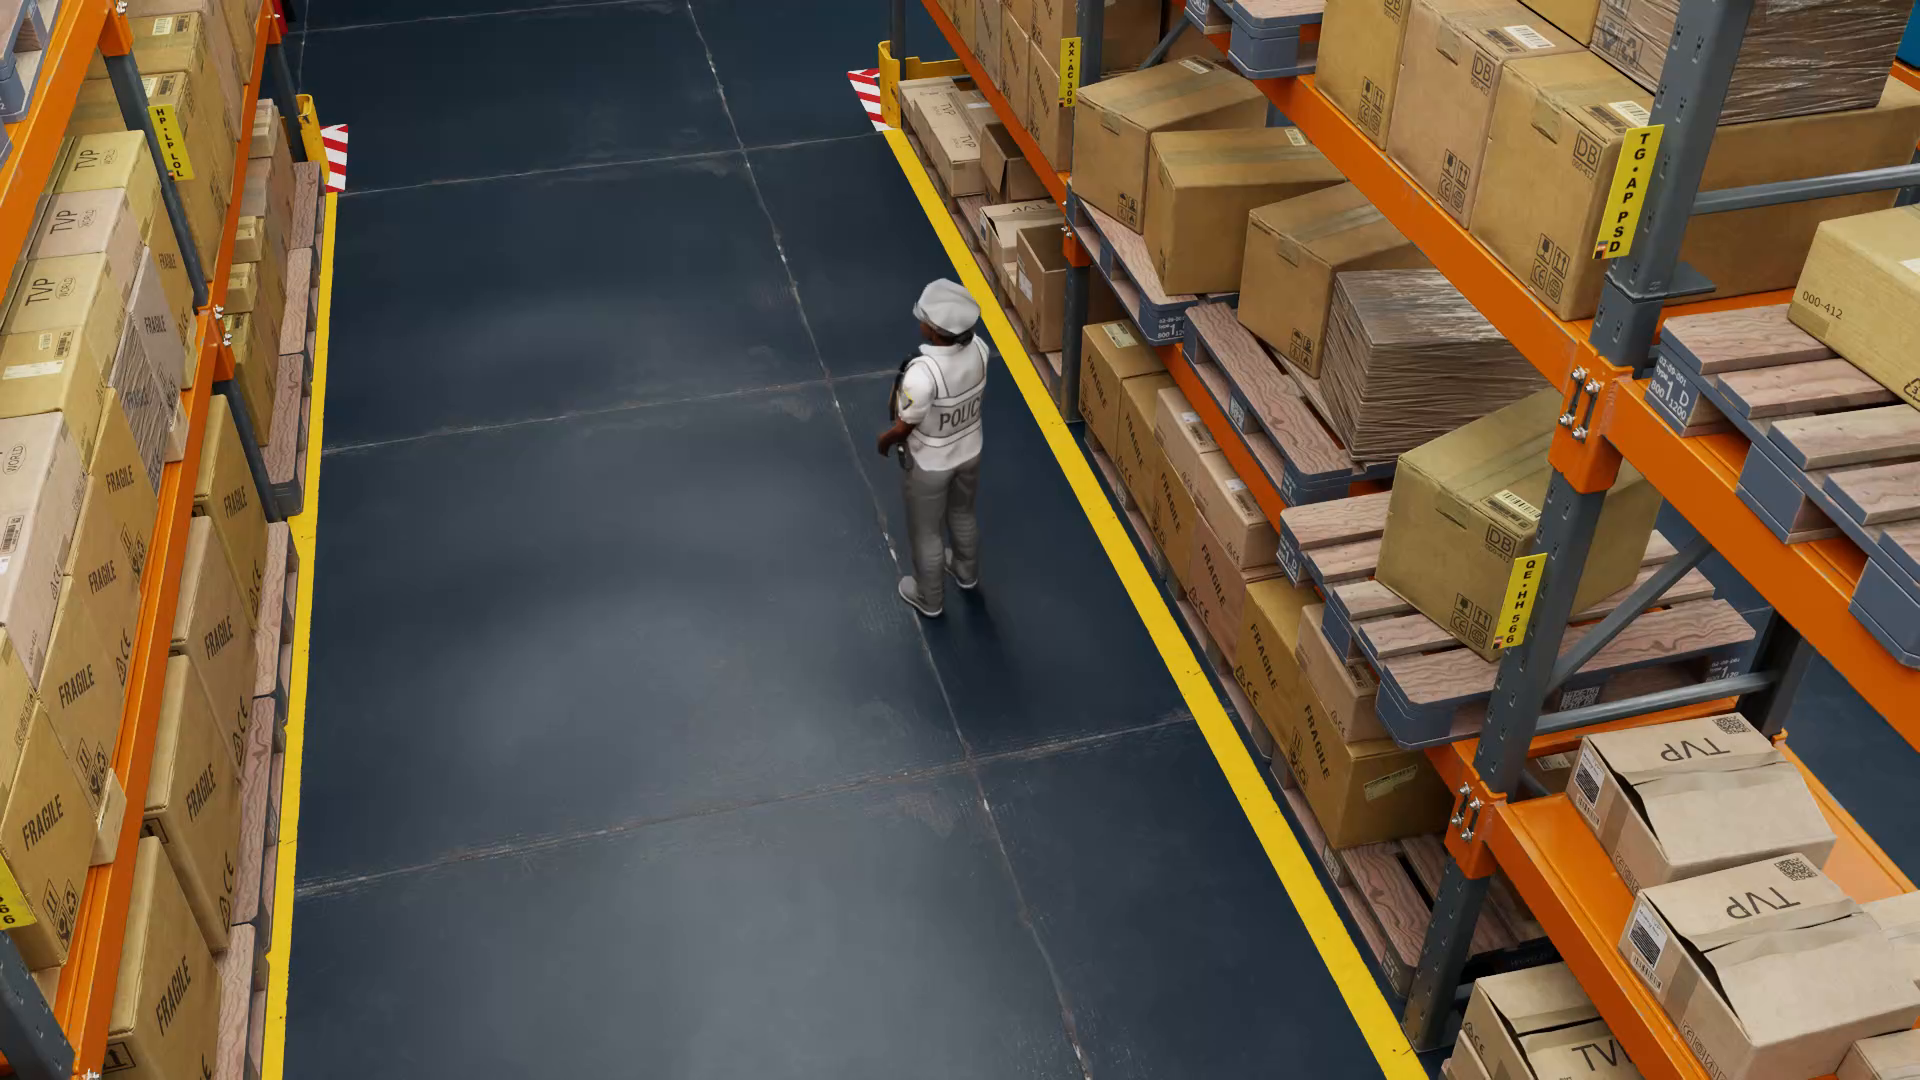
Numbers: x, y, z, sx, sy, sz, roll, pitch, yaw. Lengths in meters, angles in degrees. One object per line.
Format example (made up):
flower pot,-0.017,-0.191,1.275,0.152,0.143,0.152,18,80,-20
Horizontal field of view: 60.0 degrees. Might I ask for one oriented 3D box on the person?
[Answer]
person,-0.093,-0.403,7.182,0.475,1.700,0.542,31,48,33
